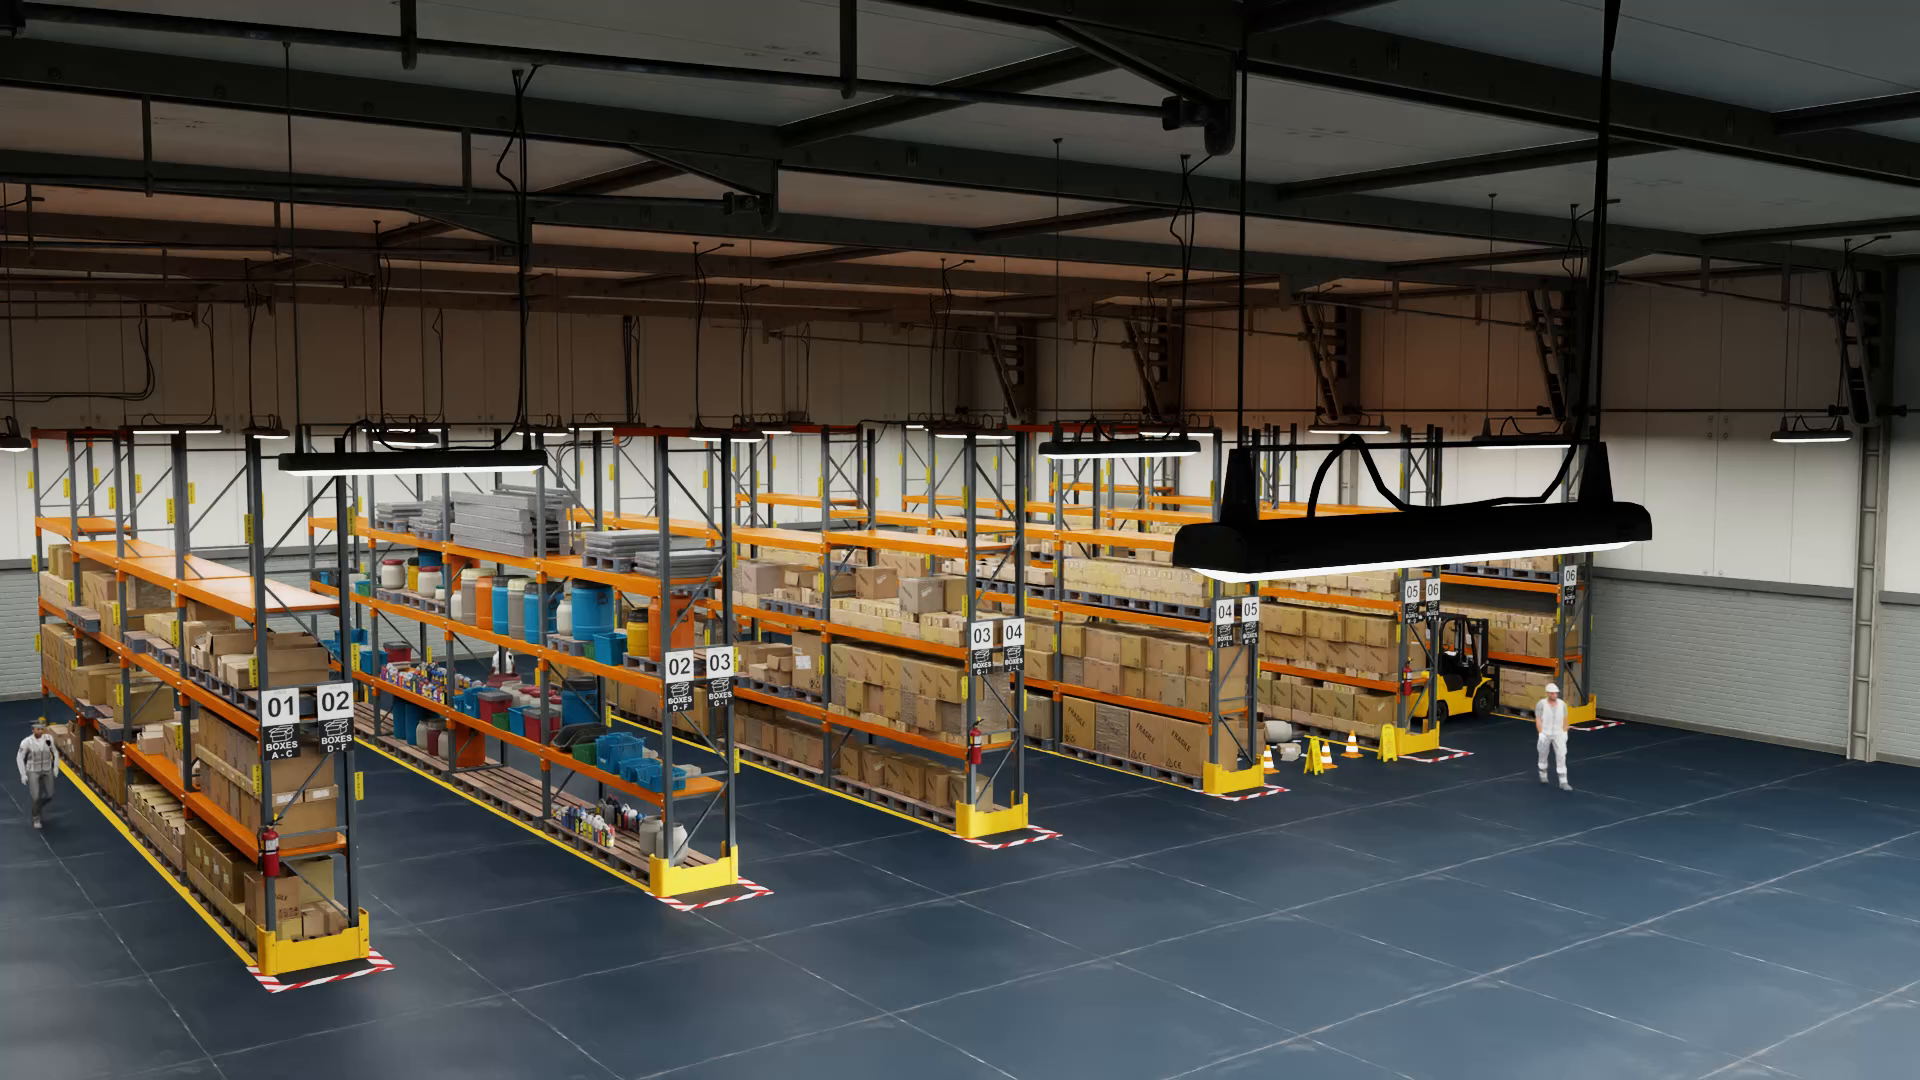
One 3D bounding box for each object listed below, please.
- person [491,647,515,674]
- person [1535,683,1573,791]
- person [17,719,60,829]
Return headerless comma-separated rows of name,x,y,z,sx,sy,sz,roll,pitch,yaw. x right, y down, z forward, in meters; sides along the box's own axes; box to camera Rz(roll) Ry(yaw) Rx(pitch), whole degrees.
person,-9.262,2.839,33.843,0.954,1.626,0.500,3,6,36
person,9.886,3.254,27.720,0.561,1.733,0.990,1,5,10
person,-14.054,3.528,25.334,0.583,1.659,0.549,-4,6,-44
